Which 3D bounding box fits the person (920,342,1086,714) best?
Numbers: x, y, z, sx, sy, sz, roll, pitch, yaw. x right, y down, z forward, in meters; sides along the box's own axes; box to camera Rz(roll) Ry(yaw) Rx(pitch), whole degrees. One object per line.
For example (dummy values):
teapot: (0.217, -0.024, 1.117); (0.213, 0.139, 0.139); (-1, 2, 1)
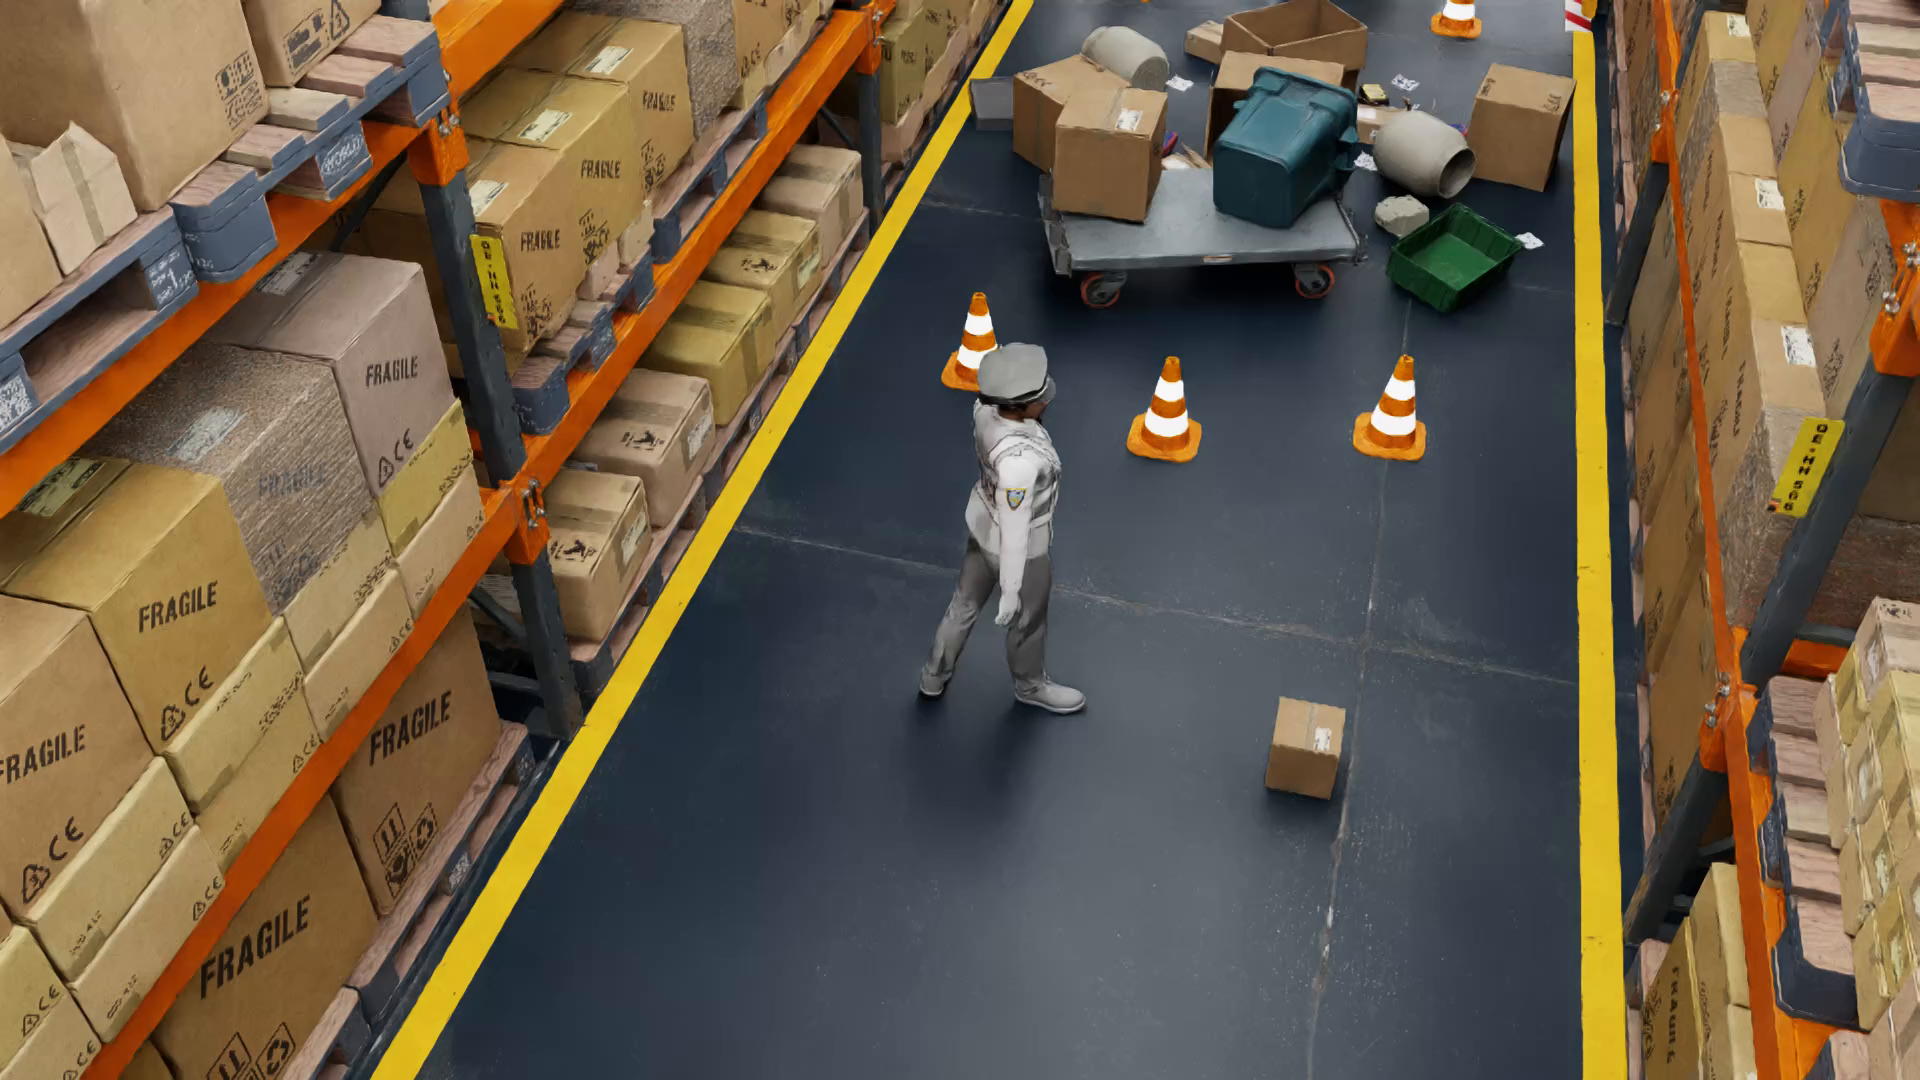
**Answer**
person: (0.161, 0.001, 6.146); (0.618, 1.671, 0.589); (-14, 43, -15)
